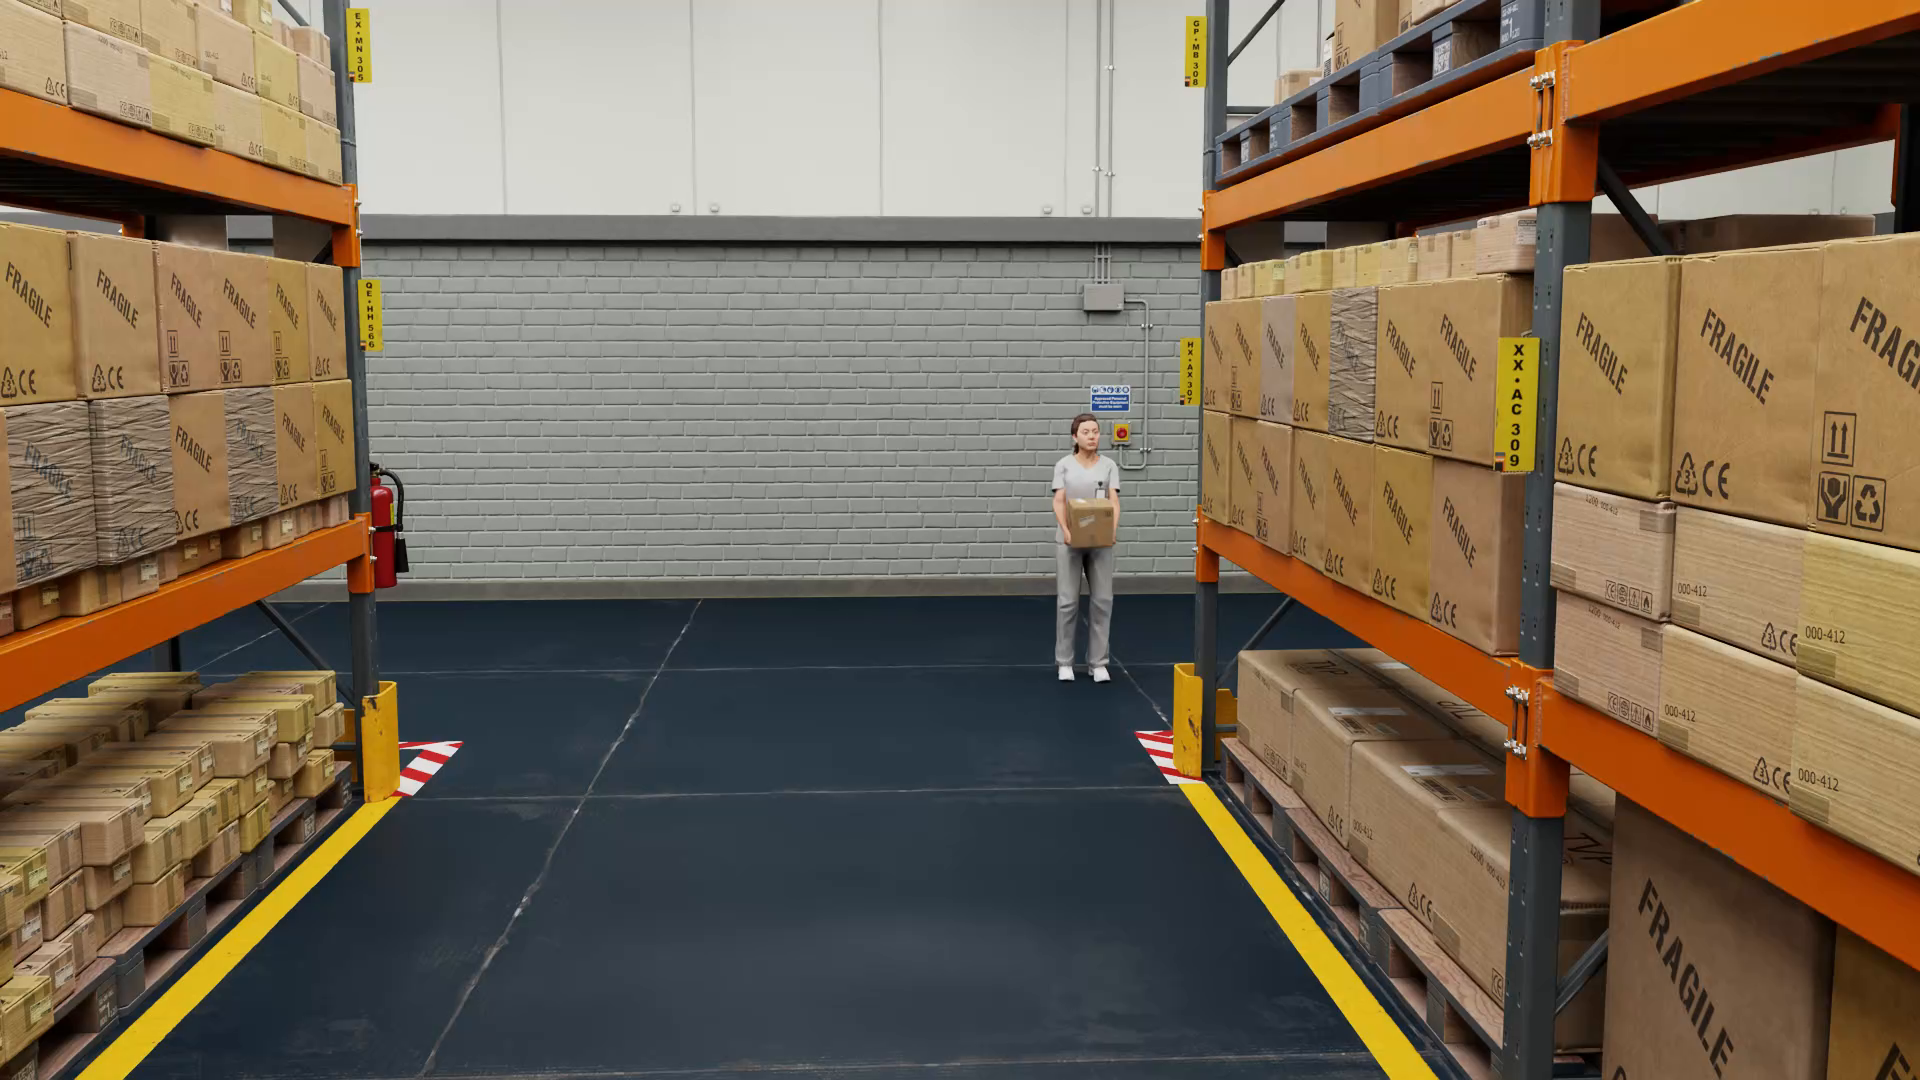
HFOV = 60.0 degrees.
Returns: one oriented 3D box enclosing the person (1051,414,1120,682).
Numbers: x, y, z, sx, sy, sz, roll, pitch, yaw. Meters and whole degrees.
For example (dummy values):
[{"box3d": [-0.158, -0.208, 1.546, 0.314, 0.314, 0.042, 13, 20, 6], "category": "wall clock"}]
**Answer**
[{"box3d": [0.791, 0.049, 10.401, 0.436, 1.667, 0.541, 0, 7, -3], "category": "person"}]
